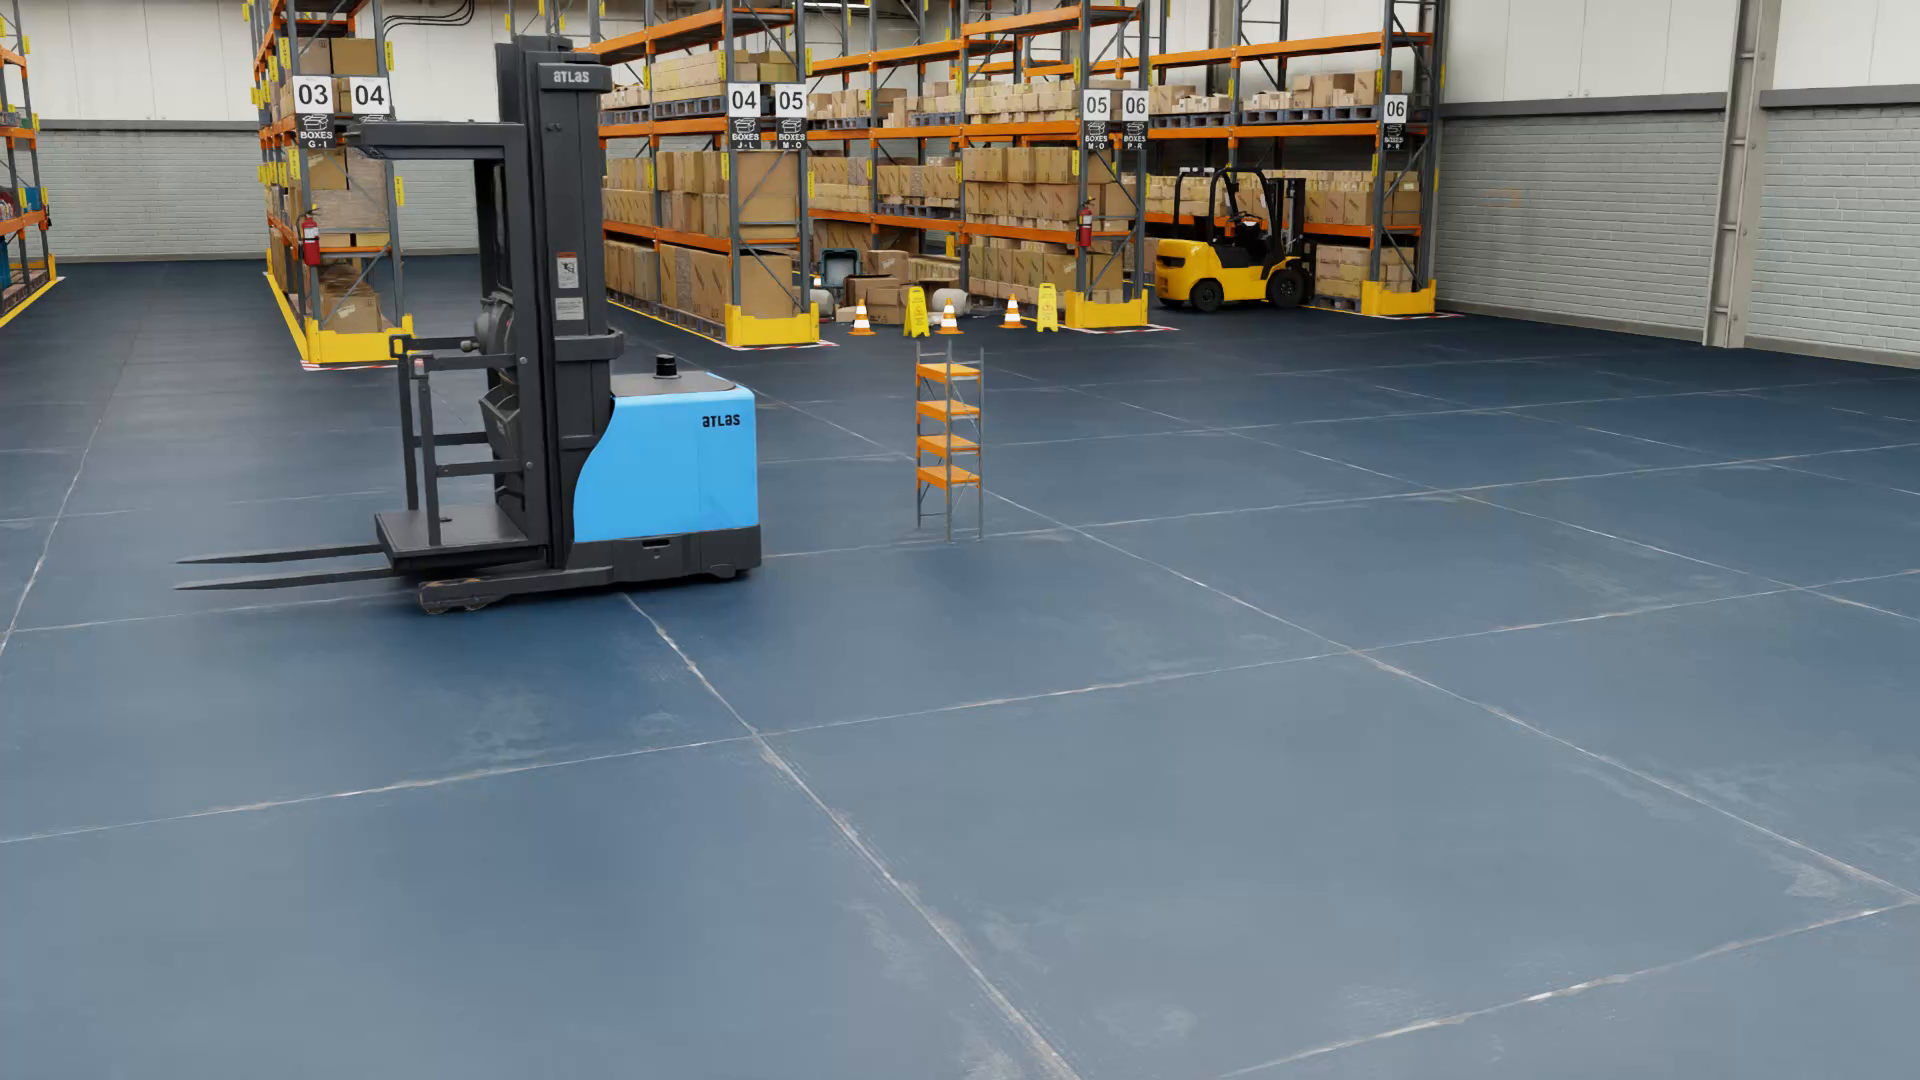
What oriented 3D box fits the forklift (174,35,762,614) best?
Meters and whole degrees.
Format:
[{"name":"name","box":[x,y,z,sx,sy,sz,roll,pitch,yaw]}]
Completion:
[{"name":"forklift","box":[-2.689,-1.175,8.947,3.031,2.935,1.130,-6,14,-23]}]

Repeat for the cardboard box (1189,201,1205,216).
[{"name":"cardboard box","box":[4.387,-5.846,29.310,0.500,0.250,0.500,-6,14,-23]}]

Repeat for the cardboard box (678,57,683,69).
[{"name":"cardboard box","box":[-3.563,-6.379,22.262,0.380,0.149,0.250,-6,14,-23]}]

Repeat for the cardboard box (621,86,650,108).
[{"name":"cardboard box","box":[-4.910,-6.832,25.629,0.500,0.311,0.500,-6,14,-25]}]

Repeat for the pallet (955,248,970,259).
[{"name":"pallet","box":[0.579,-6.676,38.746,1.003,0.211,1.213,-6,14,-23]}]

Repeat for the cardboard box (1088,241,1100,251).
[{"name":"cardboard box","box":[2.876,-5.721,33.049,0.500,0.500,0.500,-6,14,-24]}]

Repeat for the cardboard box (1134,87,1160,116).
[{"name":"cardboard box","box":[3.500,-8.154,30.920,0.500,0.500,0.500,-5,14,-22]}]

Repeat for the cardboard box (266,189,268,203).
[{"name":"cardboard box","box":[-13.041,-6.608,31.941,0.500,0.250,0.500,-6,14,-25]}]

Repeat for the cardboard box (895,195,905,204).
[{"name":"cardboard box","box":[-0.913,-5.930,28.966,0.380,0.149,0.250,-6,14,-23]}]

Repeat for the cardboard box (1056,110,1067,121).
[{"name":"cardboard box","box":[1.562,-5.896,23.097,0.380,0.149,0.250,-6,14,-23]}]

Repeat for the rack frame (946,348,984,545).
[{"name":"rack frame","box":[0.031,-0.568,10.165,0.240,1.200,0.015,-6,14,-23]}]

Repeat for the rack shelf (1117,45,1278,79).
[{"name":"rack shelf","box":[4.234,-8.526,29.734,1.077,0.370,4.000,-6,14,-23]}]

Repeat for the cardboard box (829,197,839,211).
[{"name":"cardboard box","box":[-2.190,-6.433,31.846,0.500,0.250,0.500,-6,14,-24]}]

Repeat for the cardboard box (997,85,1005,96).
[{"name":"cardboard box","box":[0.771,-6.709,24.843,0.380,0.149,0.250,-6,14,-25]}]

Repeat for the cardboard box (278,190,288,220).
[{"name":"cardboard box","box":[-10.619,-5.346,26.594,0.500,0.500,0.500,-5,14,-21]}]

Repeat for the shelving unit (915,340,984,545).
[{"name":"shelving unit","box":[-0.066,-0.619,10.382,0.258,1.200,0.503,-6,14,-23]}]

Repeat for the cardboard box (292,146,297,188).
[{"name":"cardboard box","box":[-7.839,-4.543,20.249,0.500,0.500,0.500,-6,14,-23]}]

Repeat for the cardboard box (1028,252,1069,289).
[{"name":"cardboard box","box":[1.319,-3.940,24.244,0.500,0.500,0.500,-5,14,-21]}]

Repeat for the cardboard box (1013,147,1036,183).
[{"name":"cardboard box","box":[1.192,-5.428,24.071,0.700,0.500,0.500,-6,14,-24]}]

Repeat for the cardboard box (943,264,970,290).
[{"name":"cardboard box","box":[0.276,-4.319,27.275,0.950,0.372,0.625,-5,14,-22]}]

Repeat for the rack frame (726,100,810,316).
[{"name":"rack frame","box":[-2.404,-3.992,20.966,1.000,3.000,0.127,-6,14,-23]}]

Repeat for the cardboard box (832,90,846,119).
[{"name":"cardboard box","box":[-2.085,-8.165,31.192,0.500,0.500,0.500,-5,14,-22]}]

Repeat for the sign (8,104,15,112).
[{"name":"sign","box":[-15.830,-7.112,27.773,0.100,0.325,0.005,-6,14,-23]}]

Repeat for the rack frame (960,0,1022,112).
[{"name":"rack frame","box":[0.489,-8.209,25.882,1.000,3.000,0.127,-6,14,-23]}]

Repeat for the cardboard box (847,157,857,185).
[{"name":"cardboard box","box":[-1.773,-6.837,30.819,0.500,0.500,0.500,-5,14,-22]}]

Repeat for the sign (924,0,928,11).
[{"name":"sign","box":[-0.620,-9.580,29.559,0.100,0.325,0.005,-6,14,-23]}]

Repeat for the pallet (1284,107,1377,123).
[{"name":"pallet","box":[5.885,-6.728,26.332,1.003,0.211,1.213,-6,14,-23]}]

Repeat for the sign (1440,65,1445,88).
[{"name":"sign","box":[7.148,-6.884,24.694,0.100,0.325,0.005,-6,14,-23]}]

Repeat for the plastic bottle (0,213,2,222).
[{"name":"plastic bottle","box":[-15.225,-5.185,26.229,0.144,0.351,0.185,-6,14,-23]}]

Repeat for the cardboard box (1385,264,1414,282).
[{"name":"cardboard box","box":[6.639,-4.134,25.635,0.500,0.250,0.500,-5,14,-22]}]

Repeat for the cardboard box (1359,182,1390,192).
[{"name":"cardboard box","box":[6.242,-5.320,25.044,0.380,0.149,0.250,-5,14,-22]}]

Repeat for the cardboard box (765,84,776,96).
[{"name":"cardboard box","box":[-2.248,-5.684,21.028,0.380,0.149,0.250,-6,14,-23]}]

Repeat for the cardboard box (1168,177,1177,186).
[{"name":"cardboard box","box":[3.979,-6.460,29.968,0.380,0.149,0.250,-6,14,-24]}]

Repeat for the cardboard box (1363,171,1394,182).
[{"name":"cardboard box","box":[6.301,-5.474,25.048,0.380,0.149,0.250,-6,14,-23]}]

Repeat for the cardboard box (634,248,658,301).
[{"name":"cardboard box","box":[-4.337,-4.047,25.262,1.050,0.750,0.750,-6,14,-23]}]

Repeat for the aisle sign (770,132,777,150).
[{"name":"aisle sign","box":[-4.063,-9.075,37.163,0.394,0.787,0.004,-6,14,-23]}]

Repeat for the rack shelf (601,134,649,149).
[{"name":"rack shelf","box":[-6.410,-7.169,29.635,1.077,0.370,4.000,-6,14,-23]}]

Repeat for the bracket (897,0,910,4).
[{"name":"bracket","box":[-1.467,-14.073,43.235,0.235,0.232,0.430,-6,14,-23]}]

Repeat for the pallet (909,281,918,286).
[{"name":"pallet","box":[-0.317,-4.341,28.658,1.003,0.211,1.213,-6,14,-23]}]

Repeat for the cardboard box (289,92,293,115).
[{"name":"cardboard box","box":[-7.618,-5.133,19.575,0.500,0.250,0.500,-6,14,-23]}]

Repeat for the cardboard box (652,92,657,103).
[{"name":"cardboard box","box":[-4.172,-6.305,23.710,0.380,0.149,0.250,-6,14,-24]}]

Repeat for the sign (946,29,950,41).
[{"name":"sign","box":[-0.269,-11.582,38.209,0.100,0.325,0.005,-6,14,-23]}]

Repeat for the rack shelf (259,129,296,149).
[{"name":"rack shelf","box":[-12.597,-7.568,31.361,1.077,0.370,4.000,-6,14,-23]}]

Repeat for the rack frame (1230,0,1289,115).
[{"name":"rack frame","box":[5.035,-8.658,27.822,1.000,3.000,0.127,-6,14,-23]}]

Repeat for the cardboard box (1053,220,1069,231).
[{"name":"cardboard box","box":[1.542,-4.438,23.449,0.380,0.149,0.250,-6,14,-24]}]

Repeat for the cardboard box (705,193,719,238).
[{"name":"cardboard box","box":[-2.835,-4.249,21.745,0.875,0.550,0.550,-6,14,-23]}]

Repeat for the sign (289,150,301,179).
[{"name":"sign","box":[-7.506,-4.237,18.755,0.100,0.325,0.005,-6,14,-23]}]

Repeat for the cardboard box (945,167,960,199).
[{"name":"cardboard box","box":[0.093,-5.759,26.789,0.500,0.500,0.500,-6,14,-24]}]

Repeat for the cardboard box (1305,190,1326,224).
[{"name":"cardboard box","box":[5.795,-5.250,26.178,0.500,0.500,0.500,-6,14,-24]}]

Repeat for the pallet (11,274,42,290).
[{"name":"pallet","box":[-17.157,-4.639,29.946,1.003,0.211,1.213,-6,14,-23]}]

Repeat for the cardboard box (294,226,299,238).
[{"name":"cardboard box","box":[-8.396,-3.989,21.511,0.380,0.149,0.250,-6,14,-23]}]

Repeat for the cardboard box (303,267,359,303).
[{"name":"cardboard box","box":[-9.216,-3.732,24.412,0.700,0.500,0.500,-7,15,-28]}]

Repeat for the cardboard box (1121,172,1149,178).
[{"name":"cardboard box","box":[3.370,-6.936,32.531,0.500,0.500,0.500,-5,14,-20]}]

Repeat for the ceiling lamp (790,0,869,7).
[{"name":"ceiling lamp","box":[-2.979,-14.325,39.360,2.000,3.185,0.800,-6,14,-23]}]

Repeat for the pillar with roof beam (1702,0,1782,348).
[{"name":"pillar with roof beam","box":[5.643,-6.429,18.189,9.100,9.000,0.400,-6,14,-23]}]
